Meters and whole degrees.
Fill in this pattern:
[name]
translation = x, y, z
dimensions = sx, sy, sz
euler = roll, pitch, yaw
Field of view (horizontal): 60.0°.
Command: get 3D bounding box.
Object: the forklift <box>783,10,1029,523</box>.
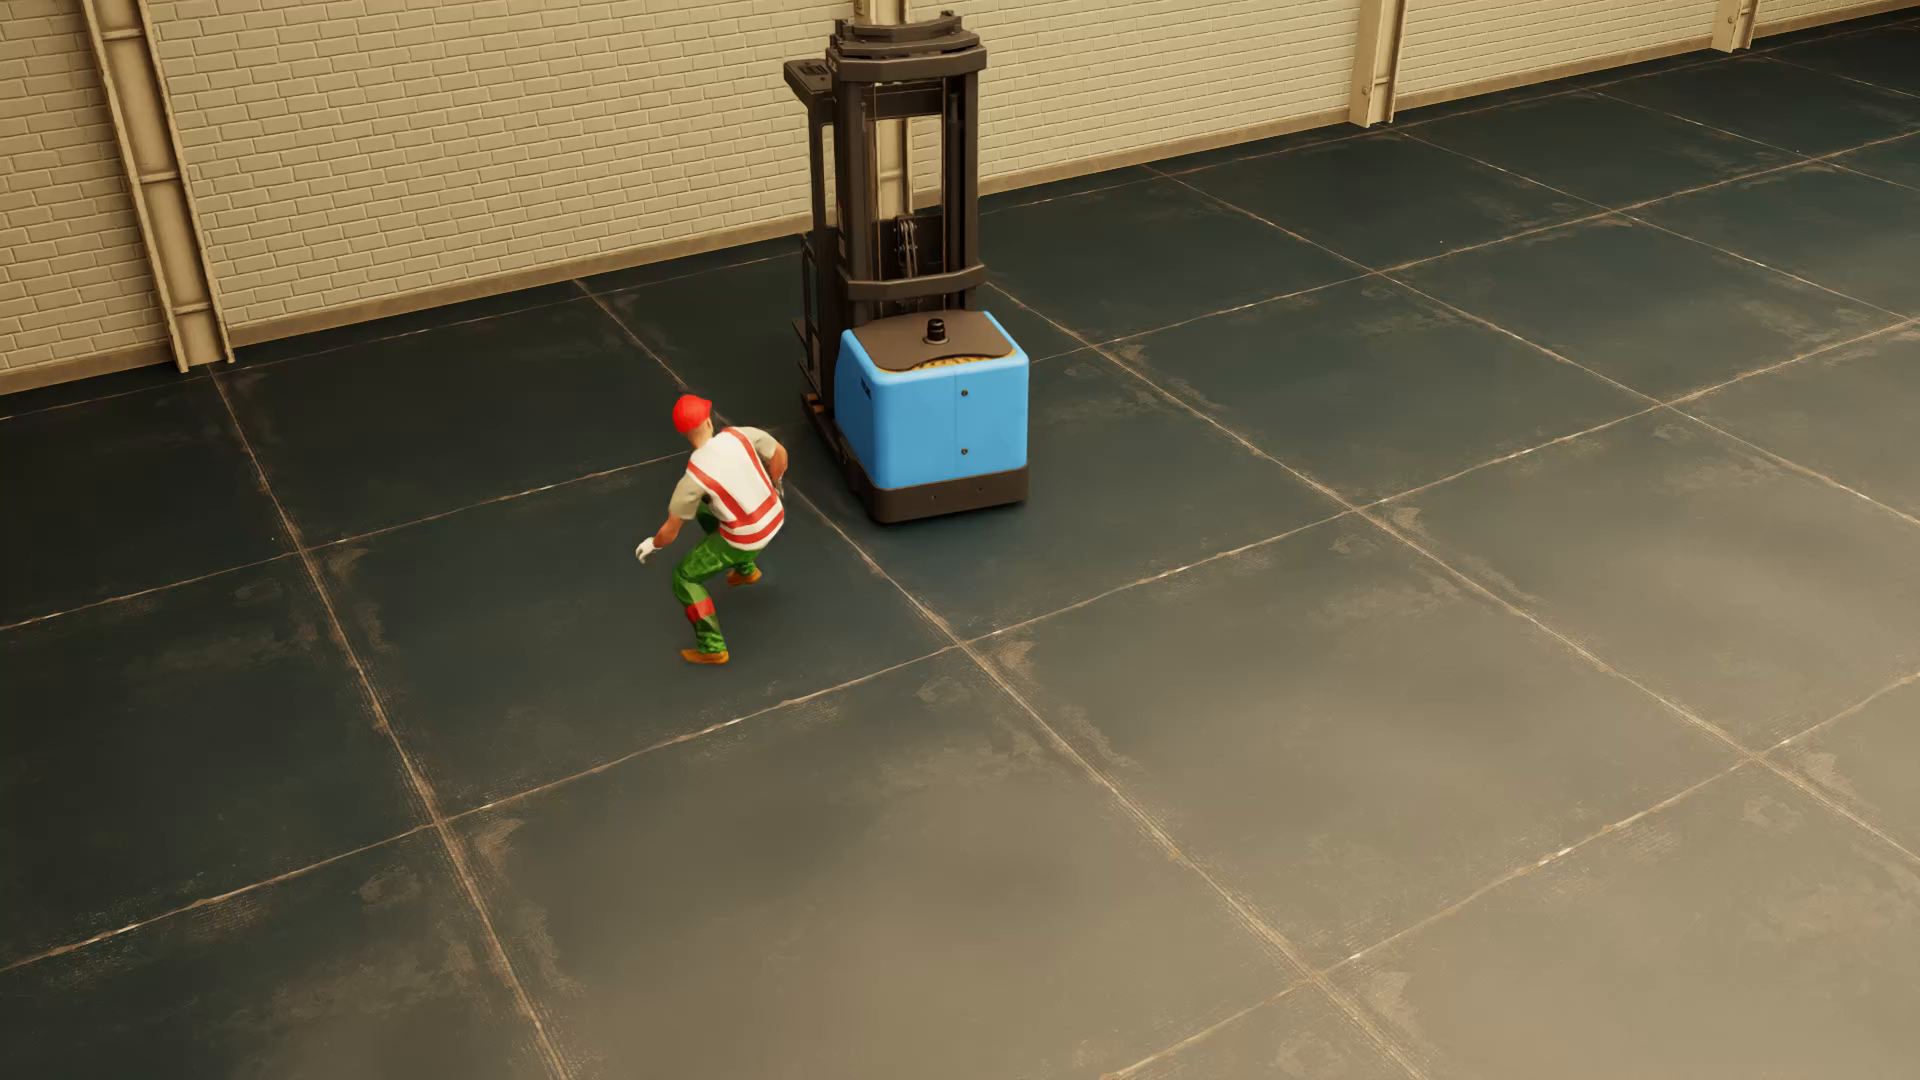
[forklift]
translation = -0.506, -2.112, 11.175
dimensions = 1.130, 2.935, 3.031
euler = -10, 32, -16

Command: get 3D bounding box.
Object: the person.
[person]
translation = -1.345, -0.132, 9.287
dimensions = 0.680, 1.538, 0.811
euler = 16, 35, 25
